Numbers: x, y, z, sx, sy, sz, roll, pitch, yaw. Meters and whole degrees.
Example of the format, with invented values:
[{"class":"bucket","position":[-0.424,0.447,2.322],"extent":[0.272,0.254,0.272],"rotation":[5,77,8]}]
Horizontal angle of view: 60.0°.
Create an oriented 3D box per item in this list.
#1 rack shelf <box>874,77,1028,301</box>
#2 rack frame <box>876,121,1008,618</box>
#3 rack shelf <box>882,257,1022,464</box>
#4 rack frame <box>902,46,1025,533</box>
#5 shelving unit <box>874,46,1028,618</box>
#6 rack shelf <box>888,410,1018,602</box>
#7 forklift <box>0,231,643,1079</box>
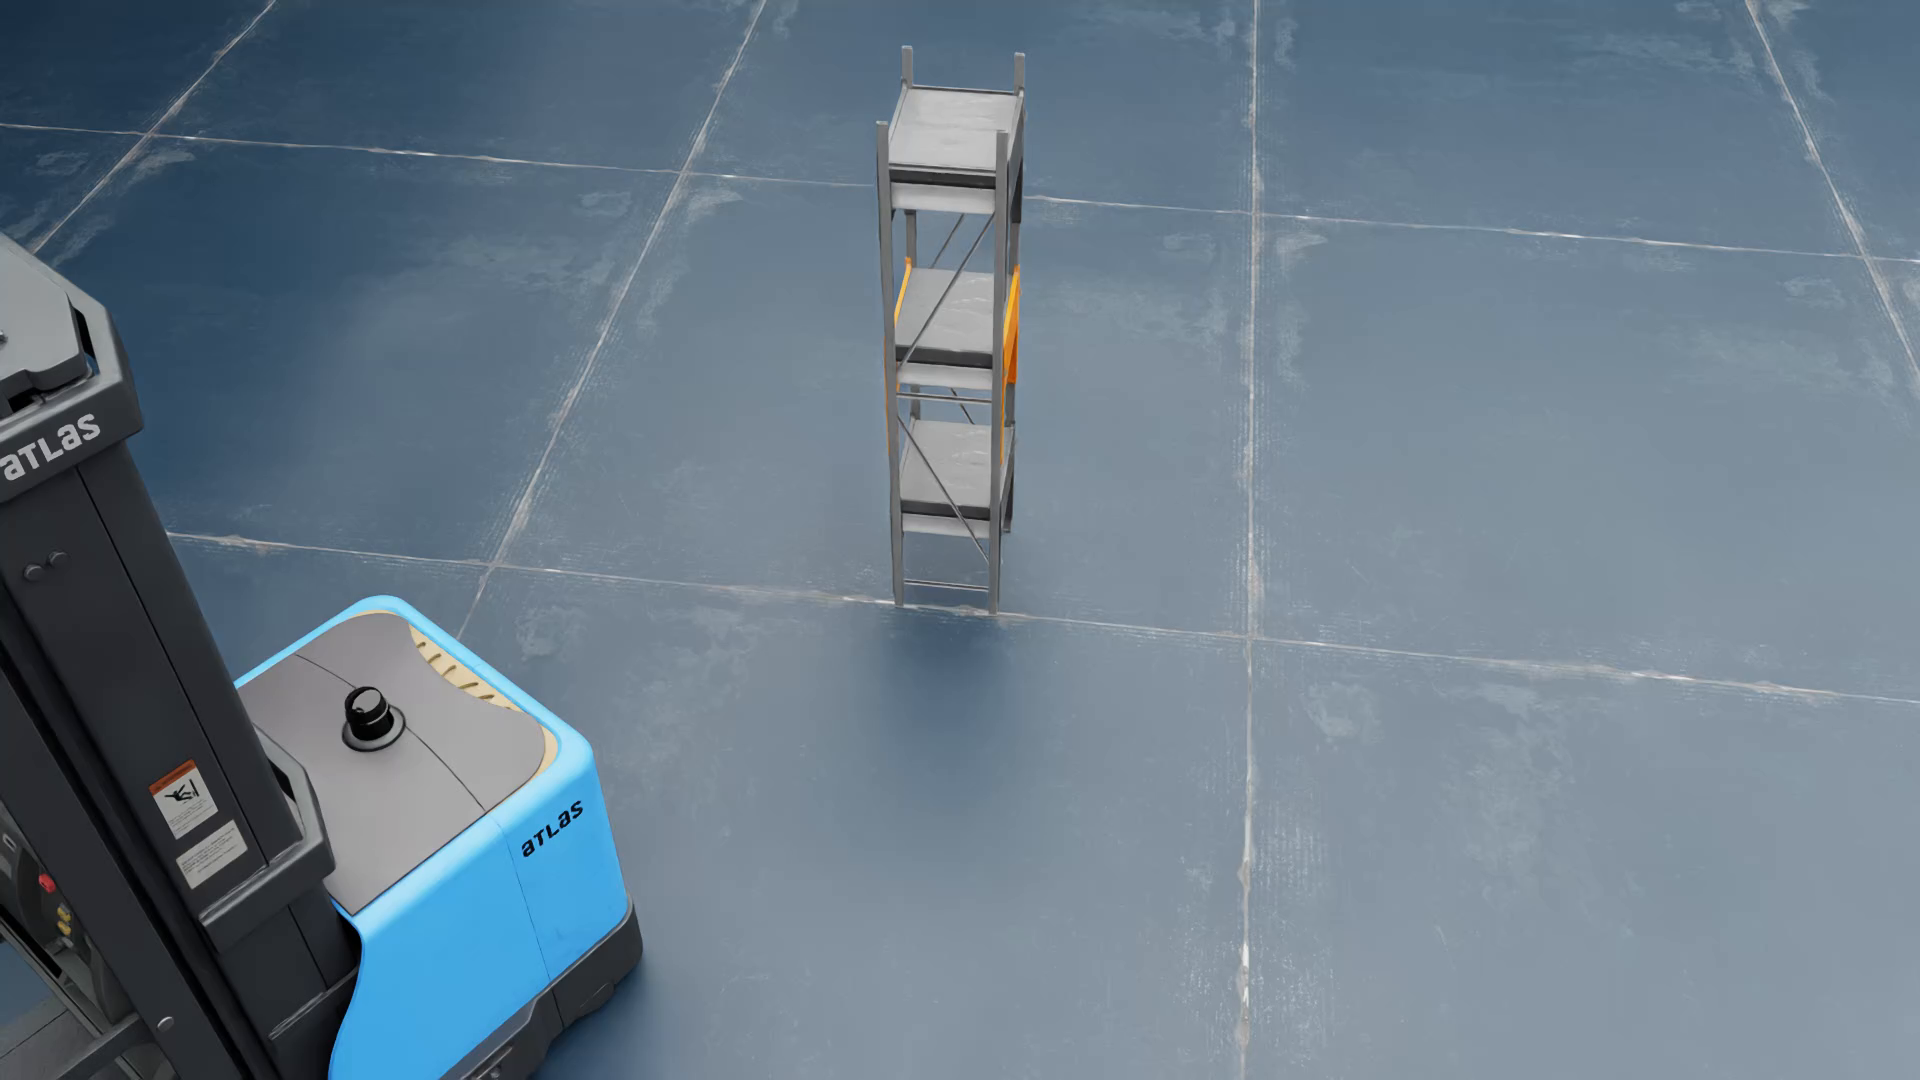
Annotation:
[{"class":"rack shelf","position":[-0.022,-1.148,5.437],"extent":[0.431,0.518,0.480],"rotation":[5,44,6]},{"class":"rack frame","position":[-0.054,-0.483,5.733],"extent":[0.400,2.100,0.015],"rotation":[5,44,6]},{"class":"rack shelf","position":[-0.022,-0.640,5.918],"extent":[0.431,0.518,0.480],"rotation":[5,44,6]},{"class":"rack frame","position":[0.010,-0.816,6.085],"extent":[0.400,2.100,0.015],"rotation":[5,44,6]},{"class":"shelving unit","position":[-0.022,-0.650,5.909],"extent":[0.431,2.100,0.503],"rotation":[5,44,6]},{"class":"rack shelf","position":[-0.022,-0.131,6.400],"extent":[0.431,0.518,0.480],"rotation":[5,44,6]},{"class":"forklift","position":[-2.338,0.845,3.726],"extent":[1.130,2.935,3.031],"rotation":[30,51,28]}]
